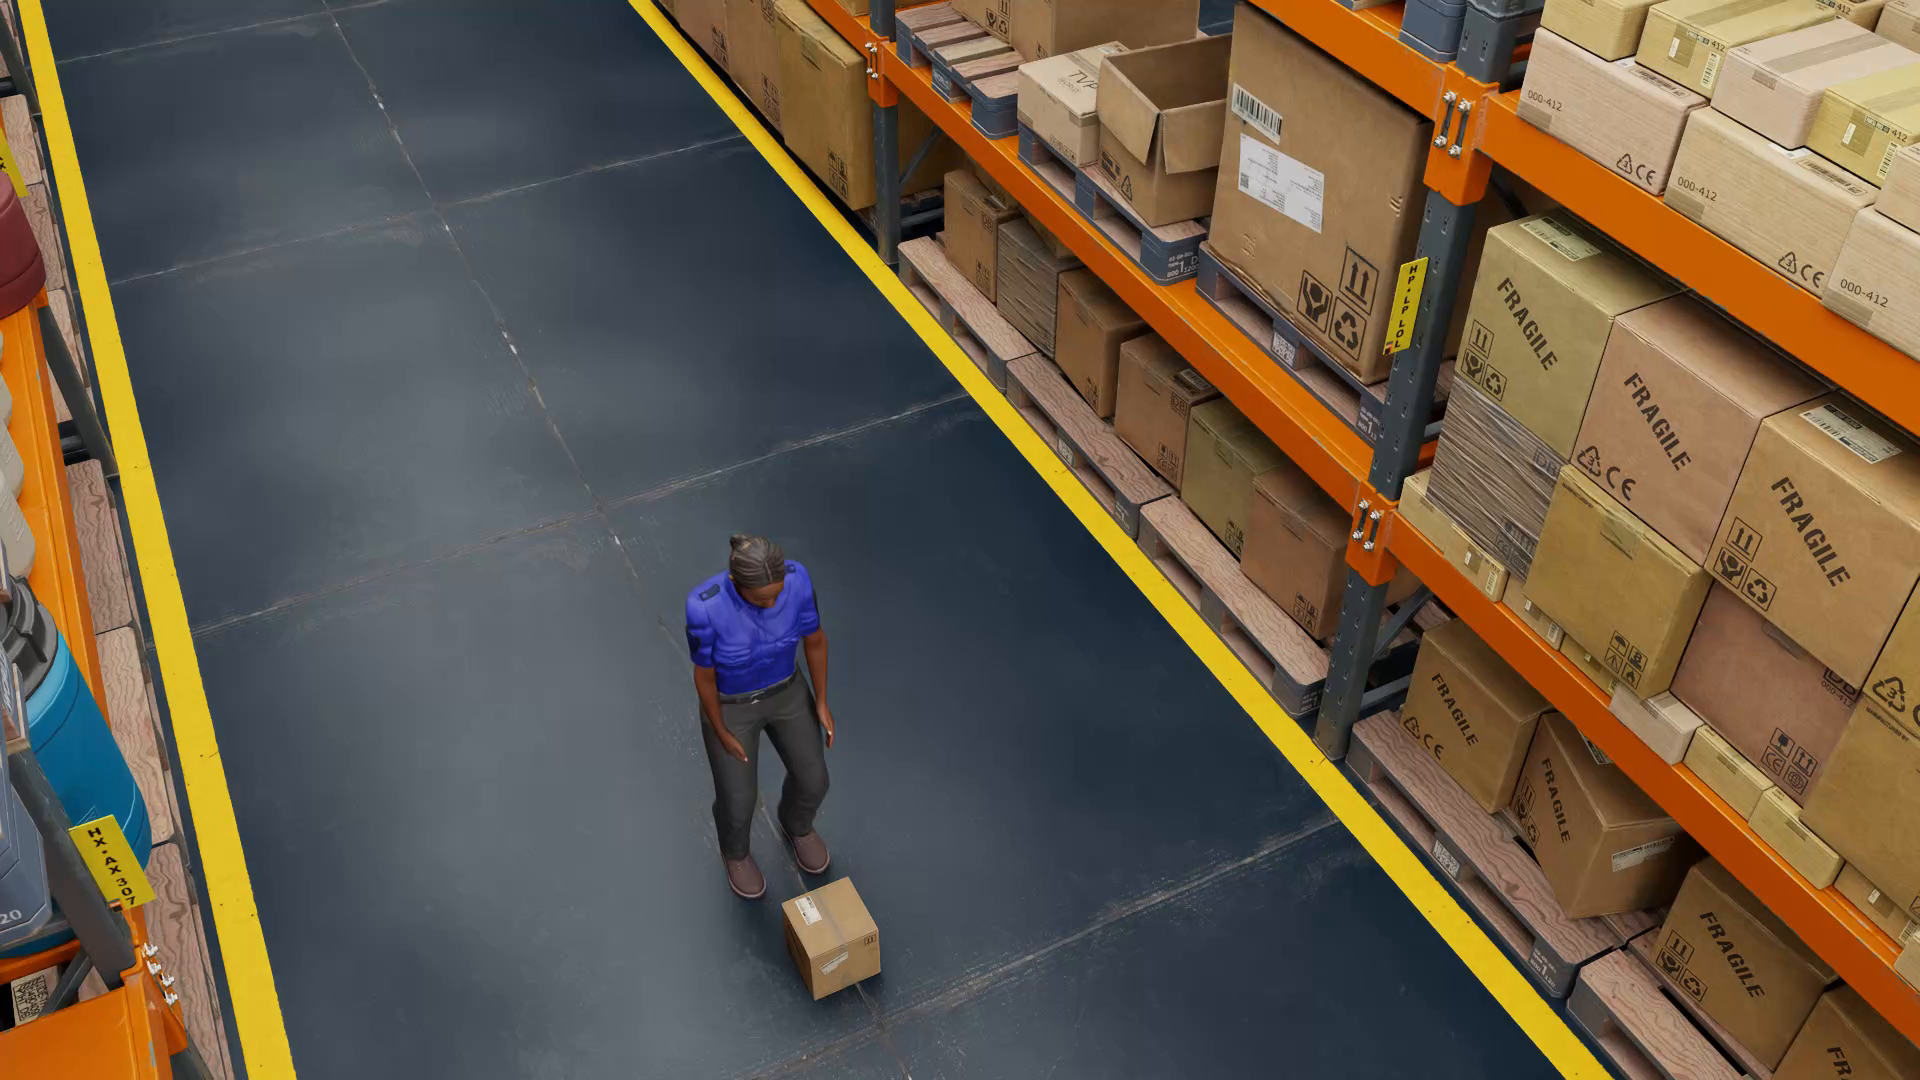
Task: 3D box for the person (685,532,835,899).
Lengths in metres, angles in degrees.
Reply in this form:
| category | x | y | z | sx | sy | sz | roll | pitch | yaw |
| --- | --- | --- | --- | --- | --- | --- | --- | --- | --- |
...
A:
| category | x | y | z | sx | sy | sz | roll | pitch | yaw |
| --- | --- | --- | --- | --- | --- | --- | --- | --- | --- |
| person | -0.651 | 0.561 | 5.576 | 0.457 | 1.610 | 0.375 | -18 | 45 | -19 |
